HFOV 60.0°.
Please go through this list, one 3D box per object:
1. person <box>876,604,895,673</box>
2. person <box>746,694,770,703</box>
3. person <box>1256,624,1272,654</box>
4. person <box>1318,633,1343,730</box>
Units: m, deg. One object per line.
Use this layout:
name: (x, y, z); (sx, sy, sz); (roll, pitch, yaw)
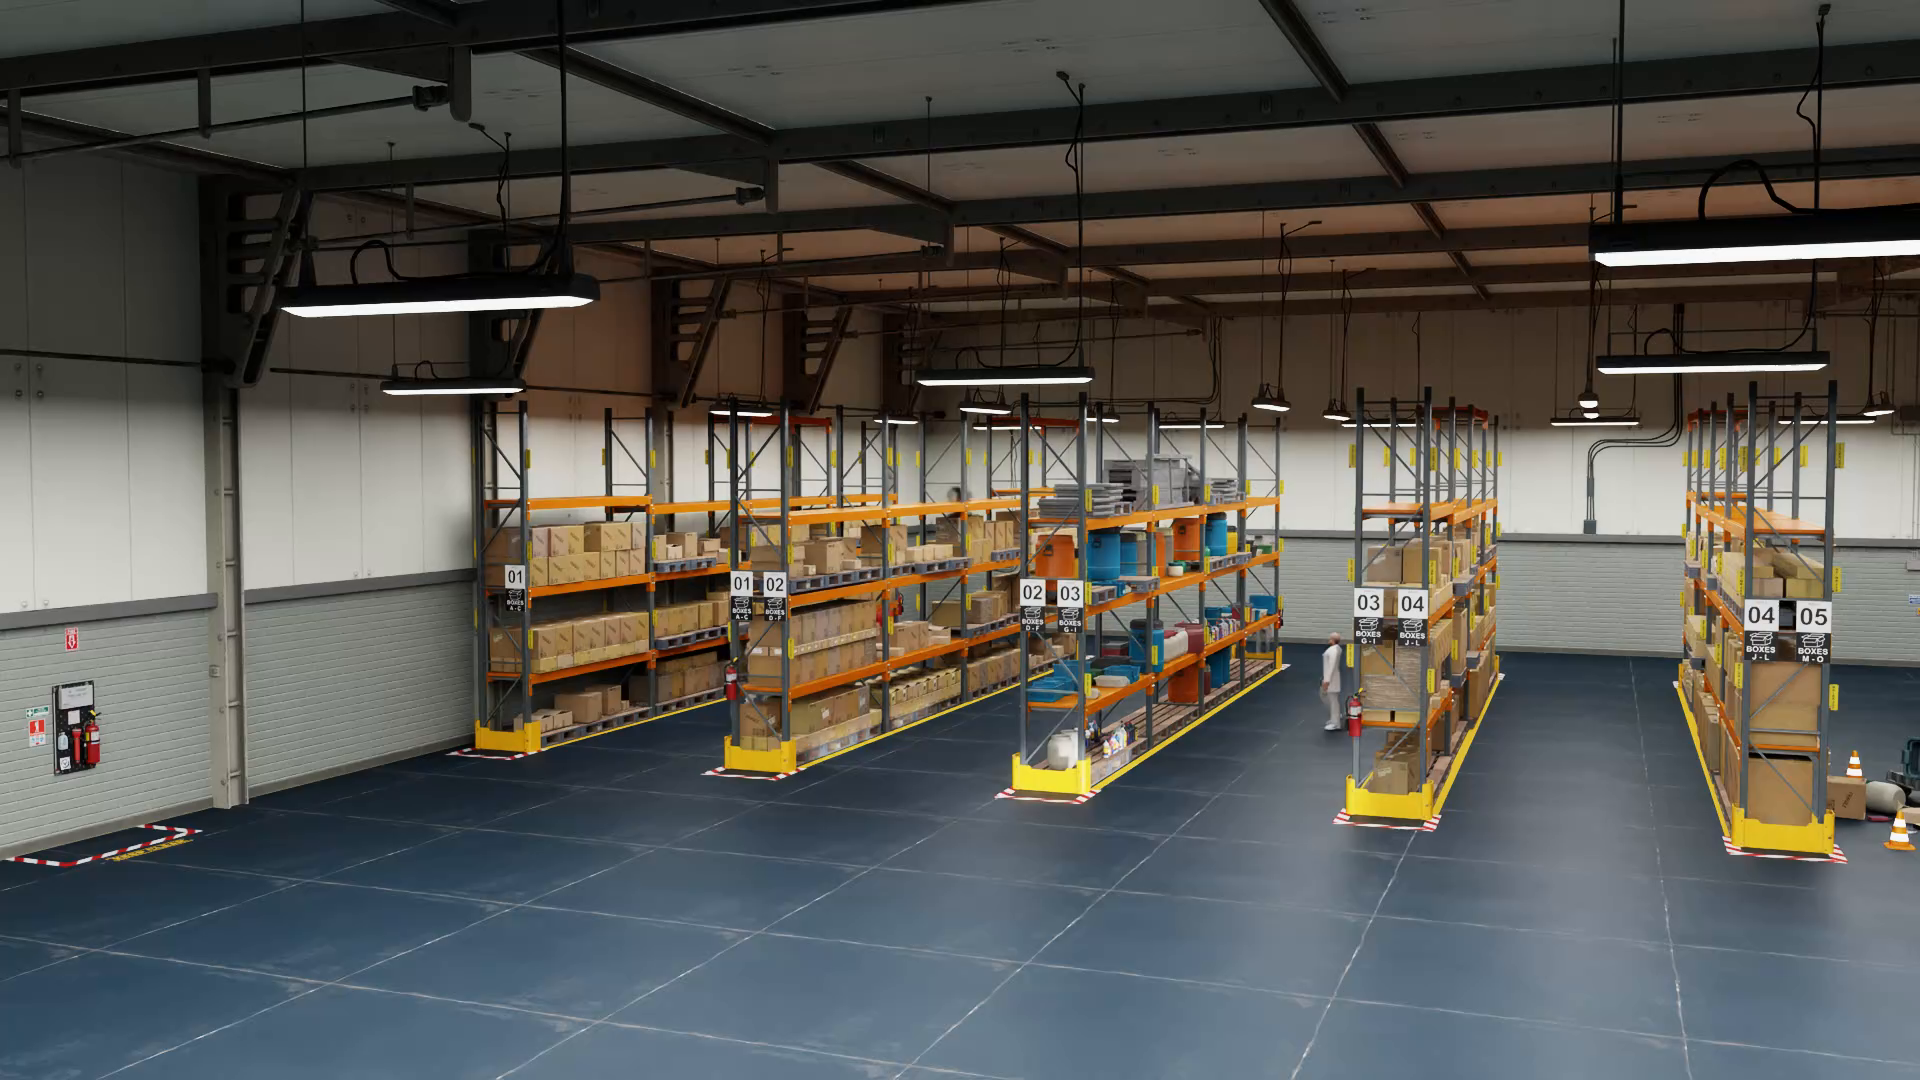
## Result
person: (-1.692, 2.254, 39.005); (0.506, 1.725, 0.586); (2, 3, 31)
person: (-3.874, 2.524, 32.448); (0.610, 1.771, 0.569); (-2, 3, -33)
person: (7.472, 2.225, 41.015); (0.468, 1.634, 0.313); (1, 3, 12)
person: (6.899, 2.601, 30.874); (0.467, 1.776, 0.710); (0, 3, 6)
